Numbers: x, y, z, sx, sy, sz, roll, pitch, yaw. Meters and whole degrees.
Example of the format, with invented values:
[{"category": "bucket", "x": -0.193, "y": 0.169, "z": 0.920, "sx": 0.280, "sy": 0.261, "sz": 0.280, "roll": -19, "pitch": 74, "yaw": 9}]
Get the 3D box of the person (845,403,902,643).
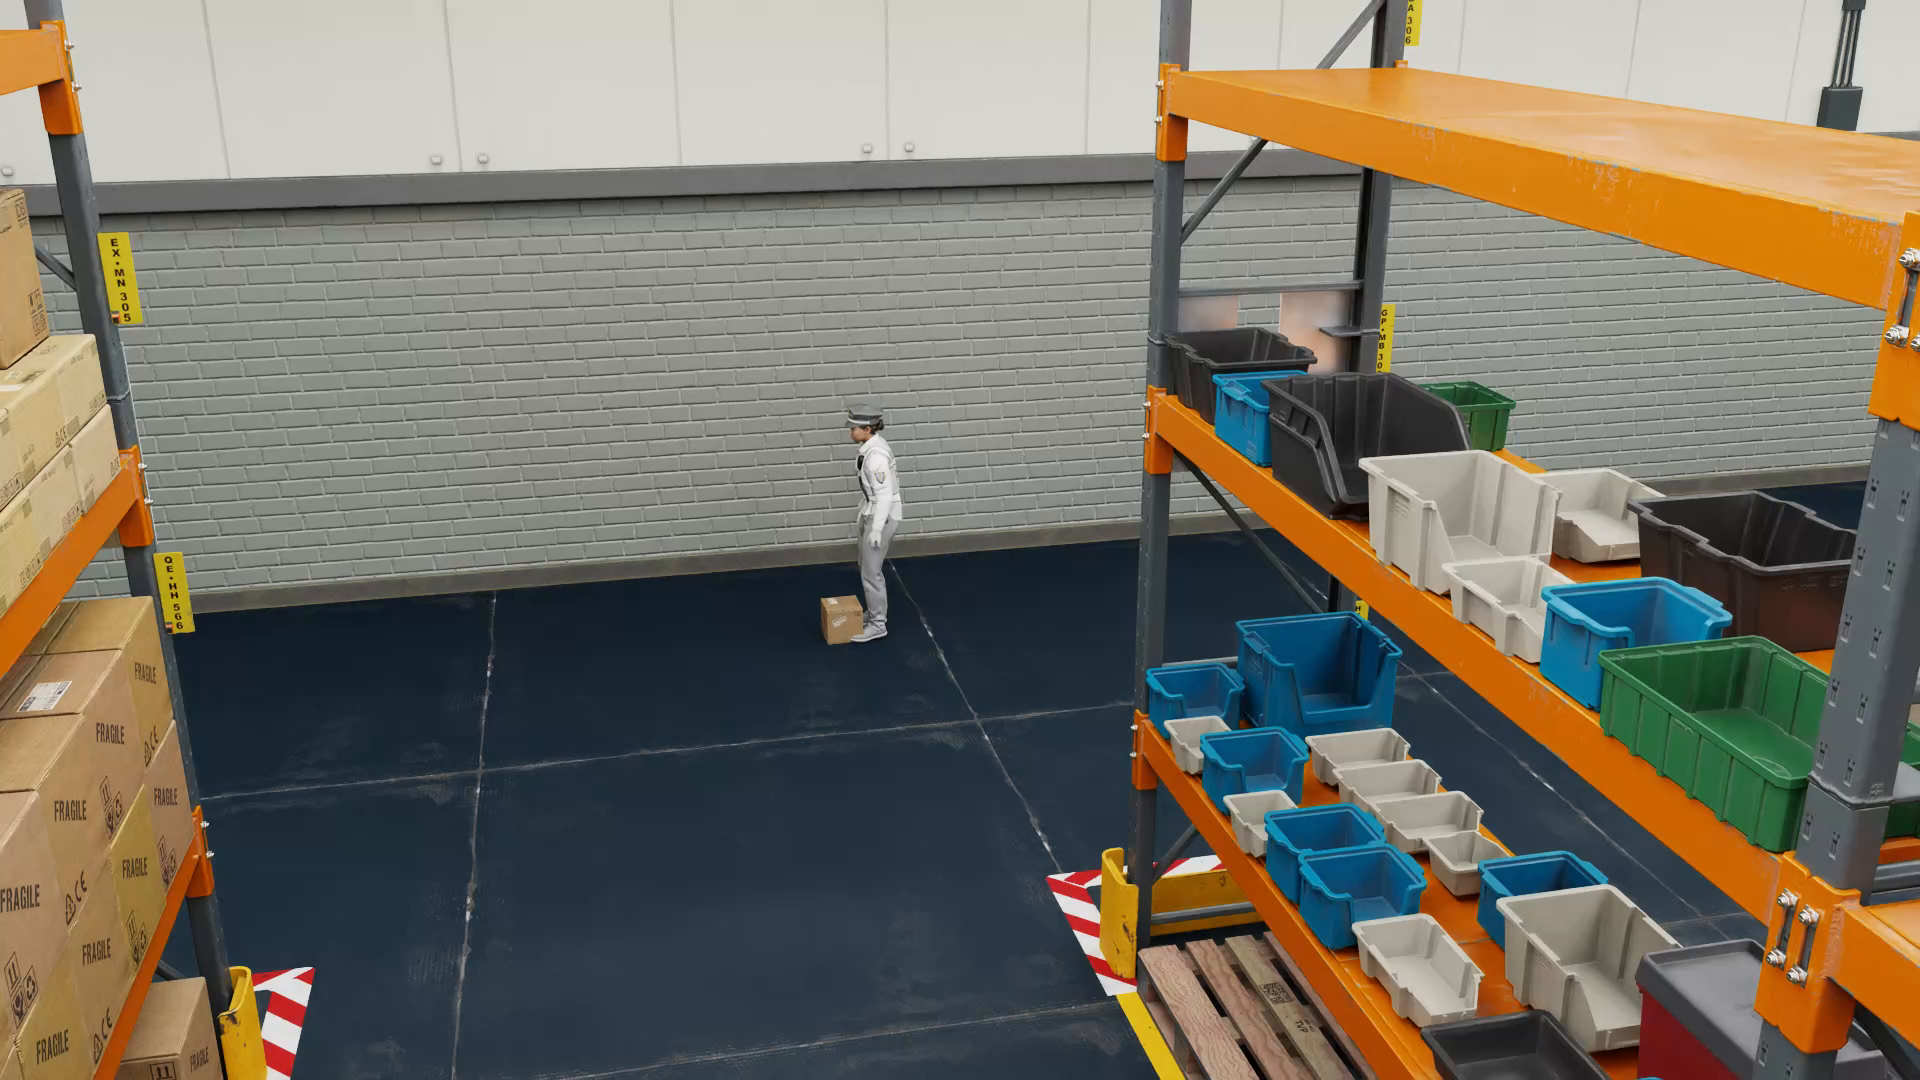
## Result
[{"category": "person", "x": -0.608, "y": -0.129, "z": 11.427, "sx": 0.409, "sy": 1.663, "sz": 0.527, "roll": -5, "pitch": 20, "yaw": -12}]
